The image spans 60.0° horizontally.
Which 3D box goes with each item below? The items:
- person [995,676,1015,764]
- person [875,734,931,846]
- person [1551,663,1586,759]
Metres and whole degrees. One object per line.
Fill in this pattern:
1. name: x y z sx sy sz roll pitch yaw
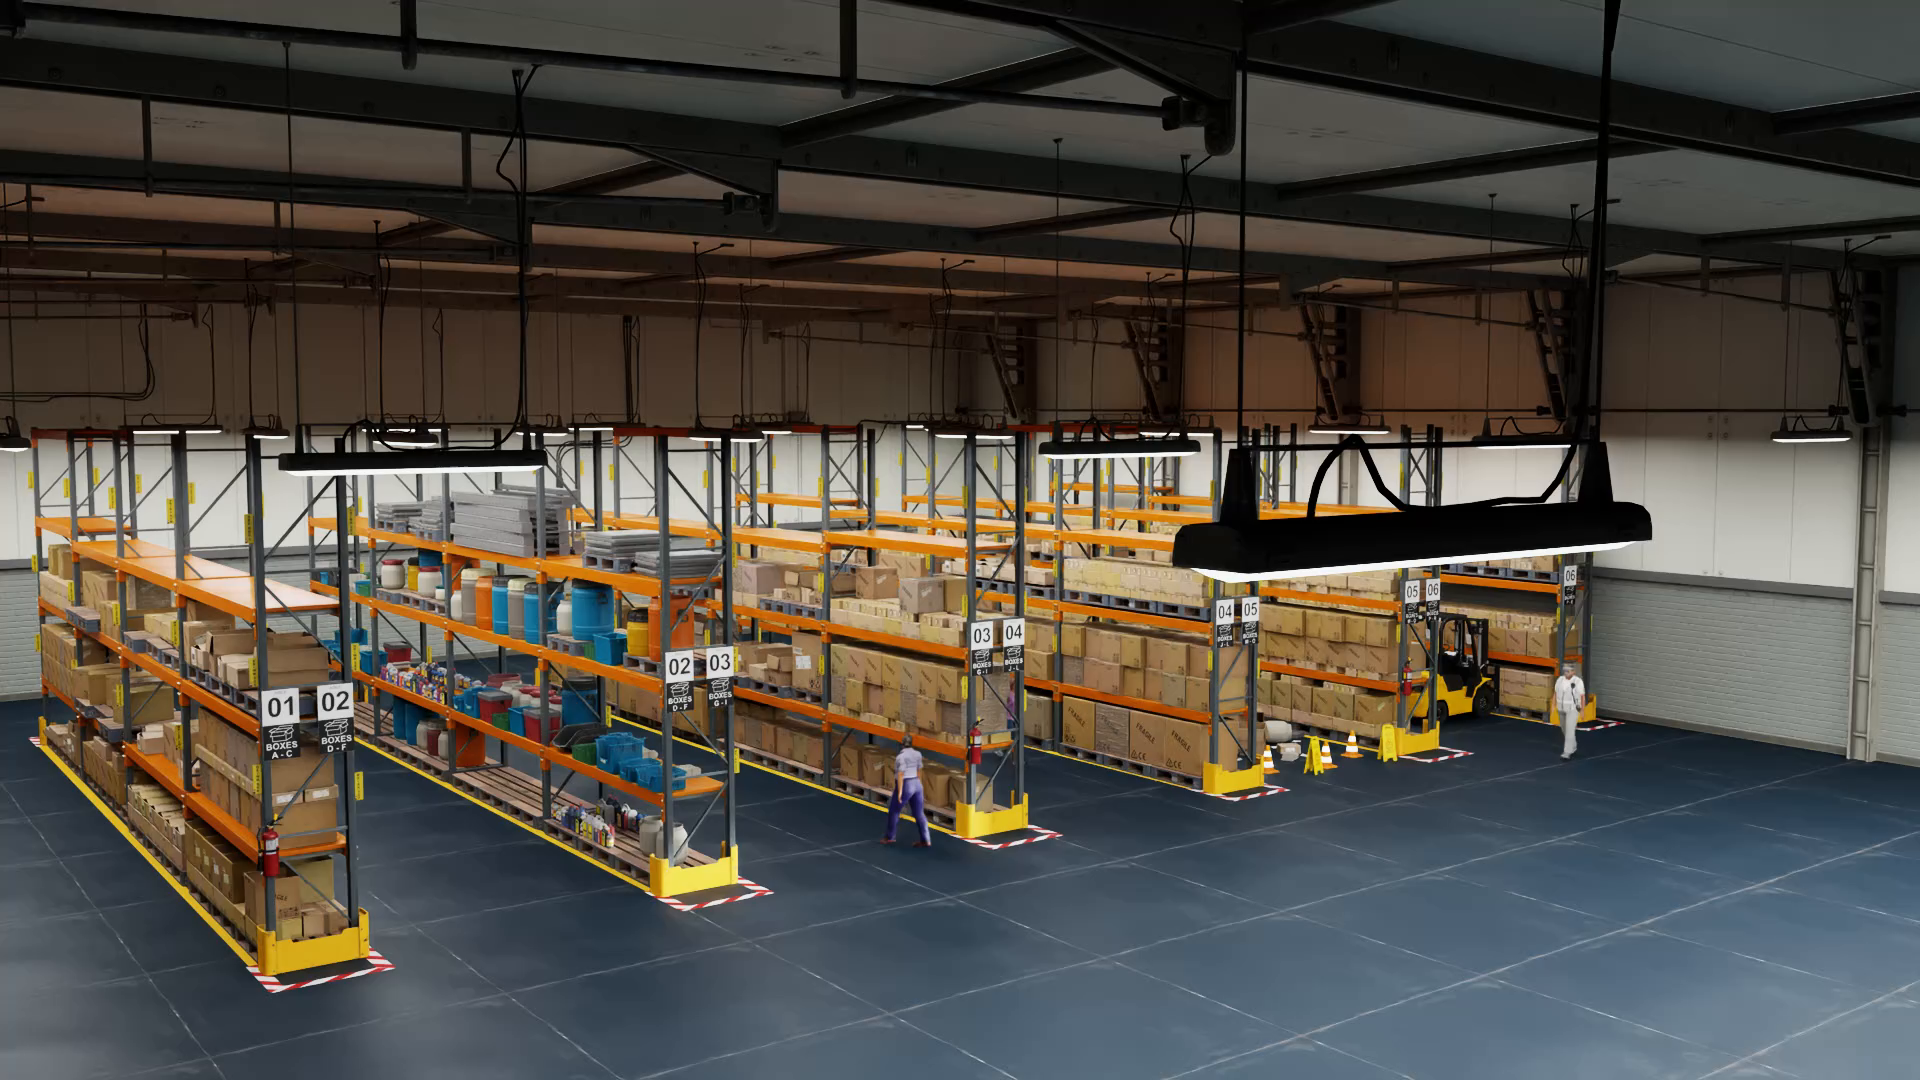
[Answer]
1. person: 0.882 3.205 29.794 0.840 1.557 0.454 4 6 39
2. person: -0.778 3.640 24.144 0.574 1.629 0.794 -4 6 -44
3. person: 11.078 3.095 30.327 0.882 1.727 0.544 -3 5 -35
